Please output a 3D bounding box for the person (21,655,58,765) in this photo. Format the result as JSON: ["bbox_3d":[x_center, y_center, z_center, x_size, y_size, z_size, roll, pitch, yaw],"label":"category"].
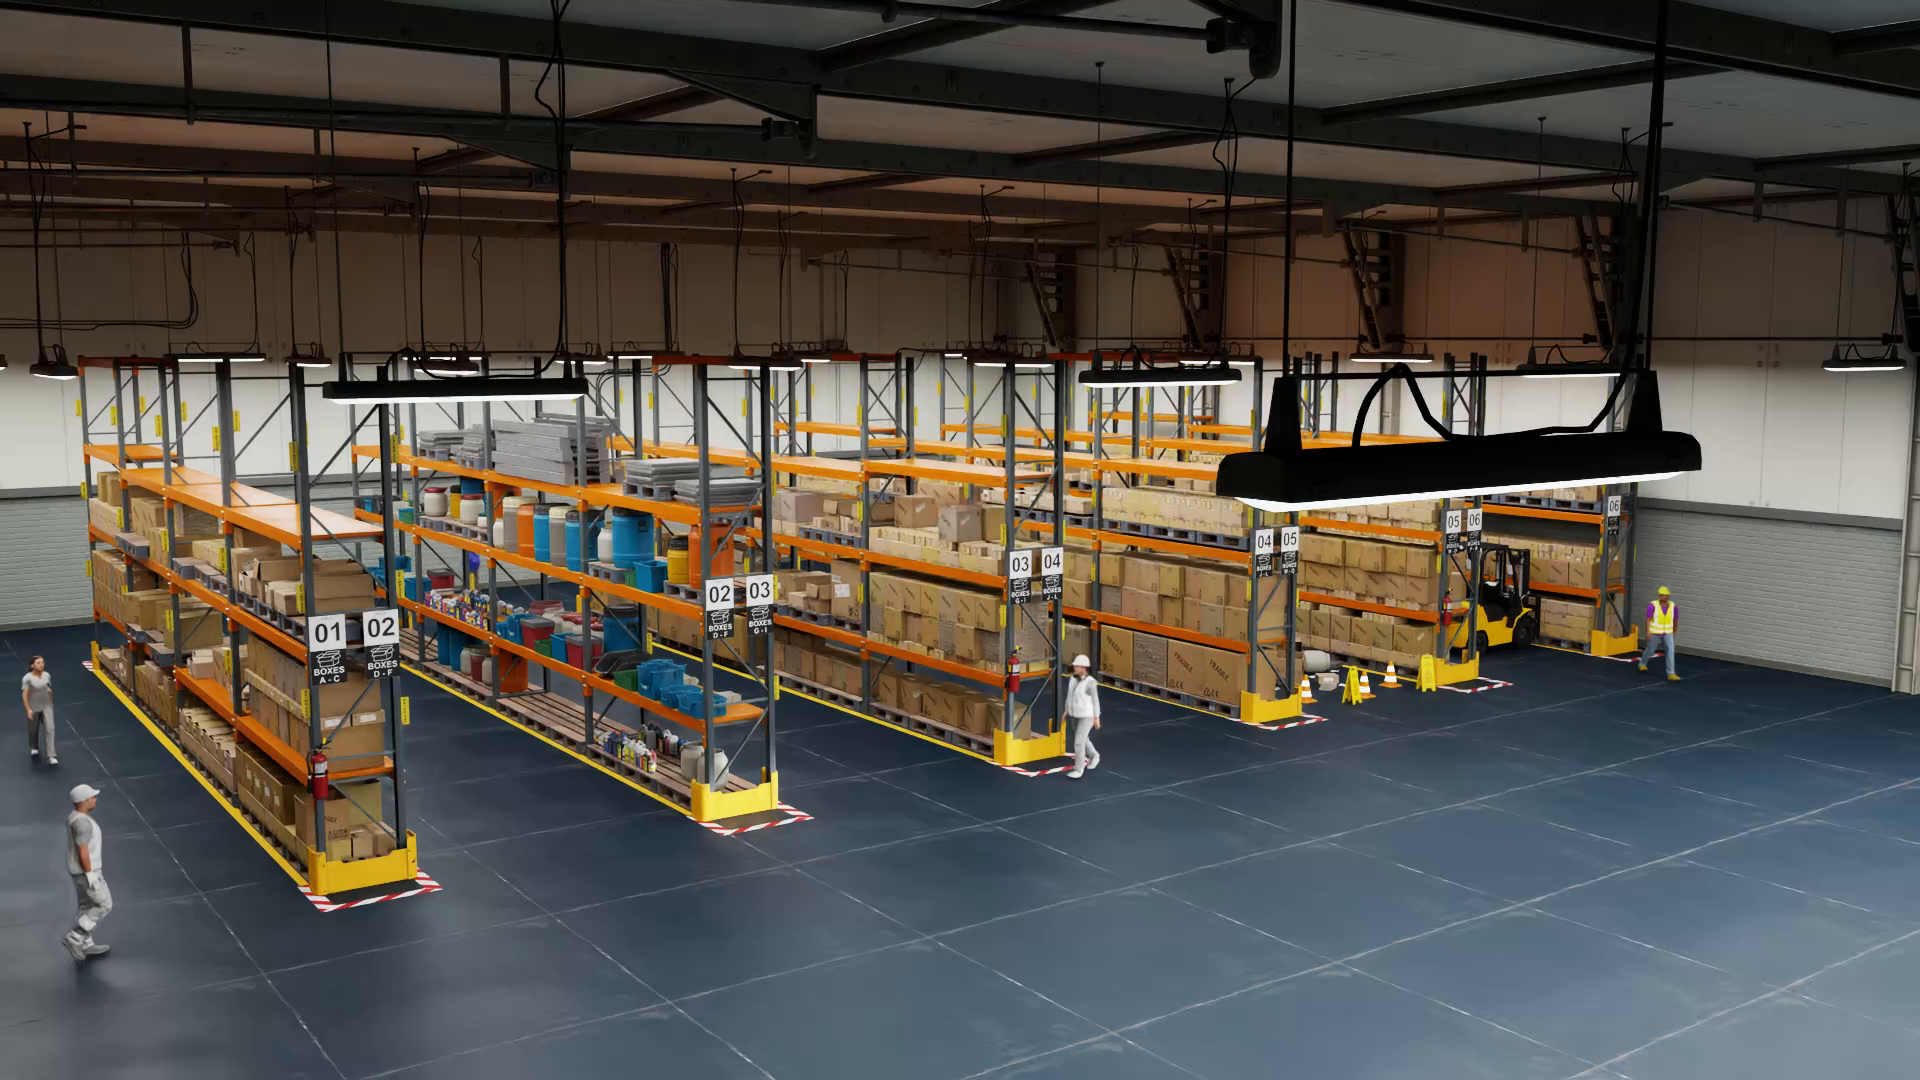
[{"bbox_3d":[-13.767,2.515,24.830,0.432,1.612,1.082,-5,9,-38],"label":"person"}]

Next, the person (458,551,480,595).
[{"bbox_3d":[-11.394,0.842,38.636,0.842,1.602,0.444,0,7,1],"label":"person"}]

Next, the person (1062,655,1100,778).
[{"bbox_3d":[1.793,2.540,24.183,0.820,1.763,0.542,-4,8,-32],"label":"person"}]

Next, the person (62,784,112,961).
[{"bbox_3d":[-8.939,3.378,16.944,0.472,1.788,0.580,-4,8,-32],"label":"person"}]

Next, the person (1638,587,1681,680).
[{"bbox_3d":[13.056,1.718,30.979,0.653,1.713,1.109,-1,7,-5],"label":"person"}]
